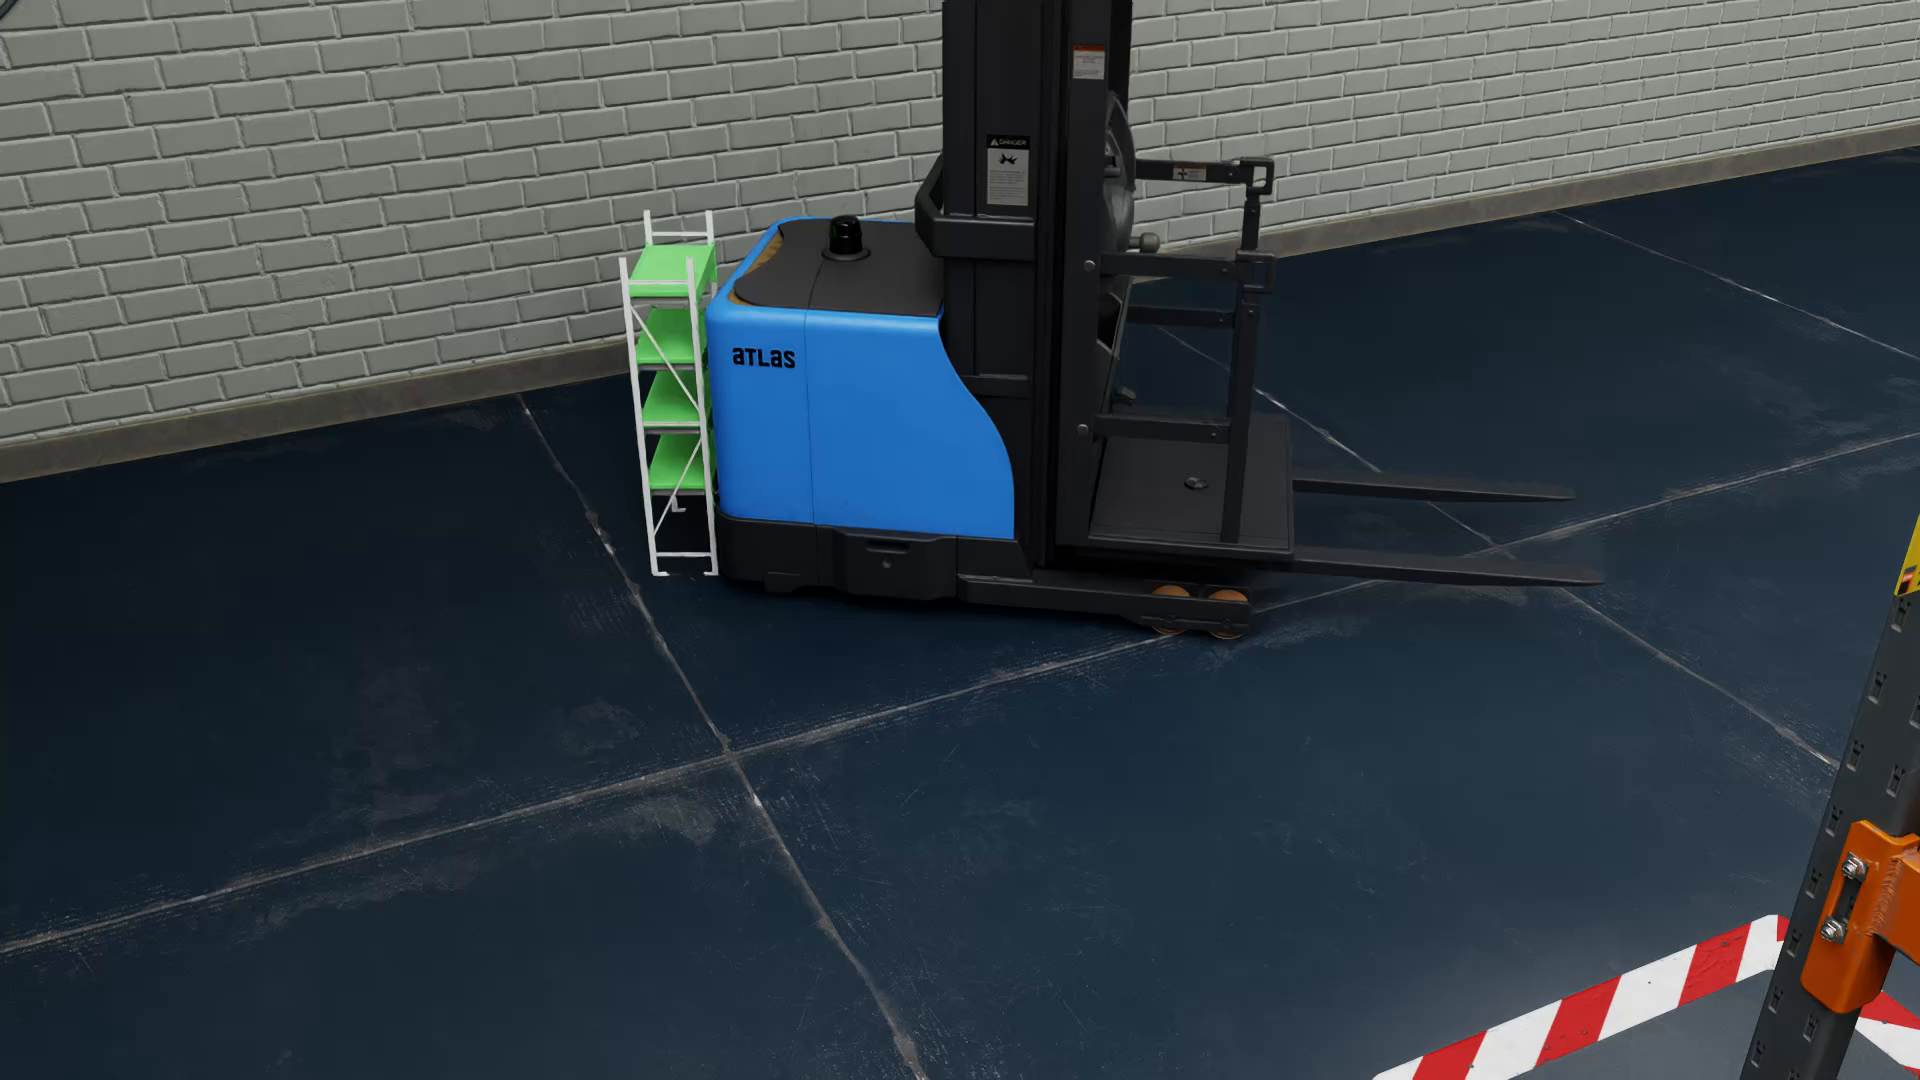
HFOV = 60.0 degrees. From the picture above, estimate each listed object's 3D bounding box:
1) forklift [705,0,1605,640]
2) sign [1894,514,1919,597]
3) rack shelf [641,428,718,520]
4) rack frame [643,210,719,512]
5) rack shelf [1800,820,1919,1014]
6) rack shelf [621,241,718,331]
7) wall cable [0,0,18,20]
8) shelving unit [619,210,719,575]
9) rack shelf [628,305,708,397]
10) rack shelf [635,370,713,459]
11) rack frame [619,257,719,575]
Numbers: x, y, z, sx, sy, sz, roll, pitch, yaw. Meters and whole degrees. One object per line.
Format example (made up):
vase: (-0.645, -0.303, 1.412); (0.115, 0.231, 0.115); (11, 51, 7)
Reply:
forklift: (0.709, -1.220, 5.428); (3.031, 2.935, 1.130); (4, 30, 8)
sign: (1.439, -0.068, 2.420); (0.100, 0.325, 0.005); (-13, 32, -22)
rack shelf: (-0.995, -0.253, 6.096); (0.258, 0.148, 0.480); (0, 29, 0)
rack frame: (-0.996, -0.638, 6.160); (0.240, 1.200, 0.015); (0, 29, 0)
rack shelf: (2.788, 1.393, 1.435); (1.077, 0.370, 4.000); (-13, 32, -22)
rack shelf: (-0.995, -0.881, 5.744); (0.258, 0.148, 0.480); (0, 29, 0)
wall cable: (-4.648, -2.599, 4.858); (3.097, 2.526, 0.112); (-13, 32, -22)
shelving unit: (-0.995, -0.518, 5.947); (0.258, 1.200, 0.503); (0, 29, 0)
rack shelf: (-0.995, -0.672, 5.861); (0.258, 0.148, 0.480); (0, 29, 0)
rack shelf: (-0.995, -0.462, 5.979); (0.258, 0.148, 0.480); (0, 29, 0)
rack frame: (-0.995, -0.399, 5.735); (0.240, 1.200, 0.015); (0, 29, 0)
